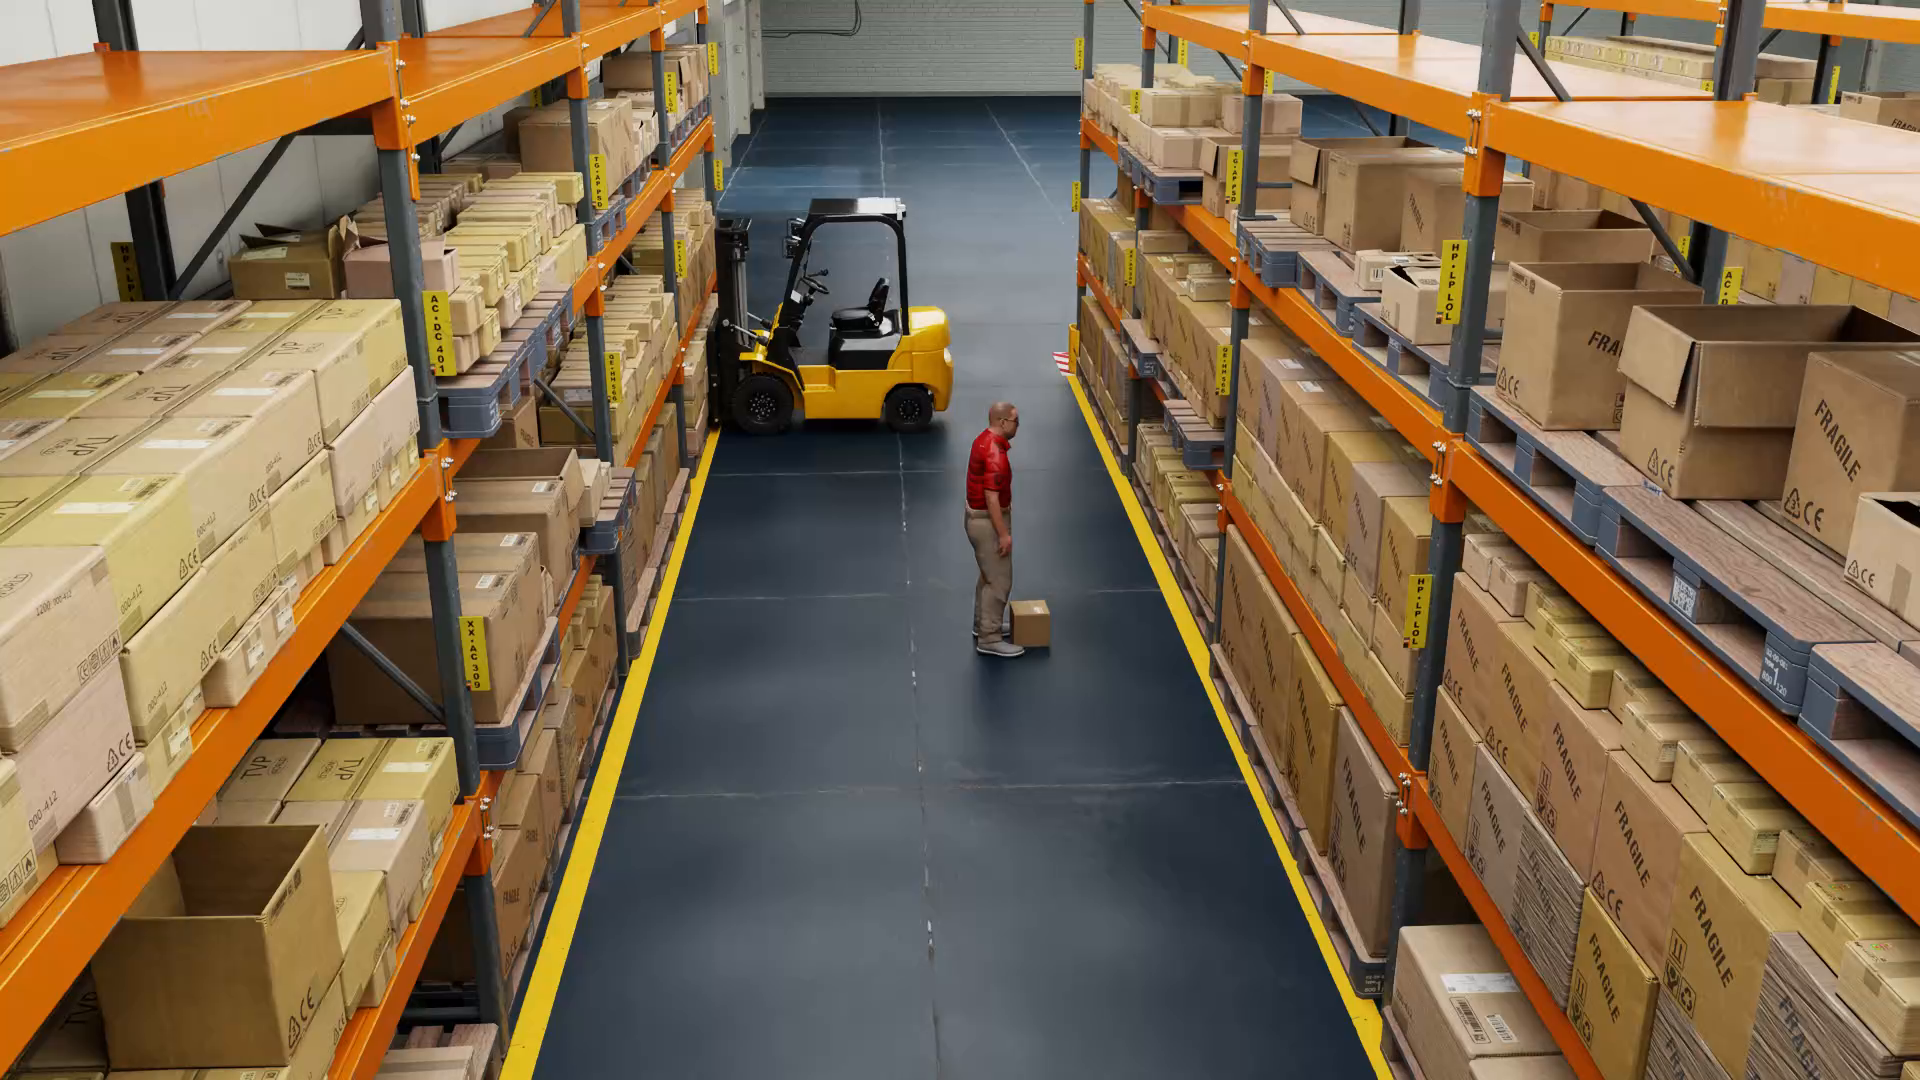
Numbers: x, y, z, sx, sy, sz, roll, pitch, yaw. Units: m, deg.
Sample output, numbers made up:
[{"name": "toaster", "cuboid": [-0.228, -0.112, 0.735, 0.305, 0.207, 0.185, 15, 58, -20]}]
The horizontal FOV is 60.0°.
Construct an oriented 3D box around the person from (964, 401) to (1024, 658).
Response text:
[{"name": "person", "cuboid": [0.232, -0.100, 11.365, 0.389, 1.727, 0.606, -2, 20, -6]}]
